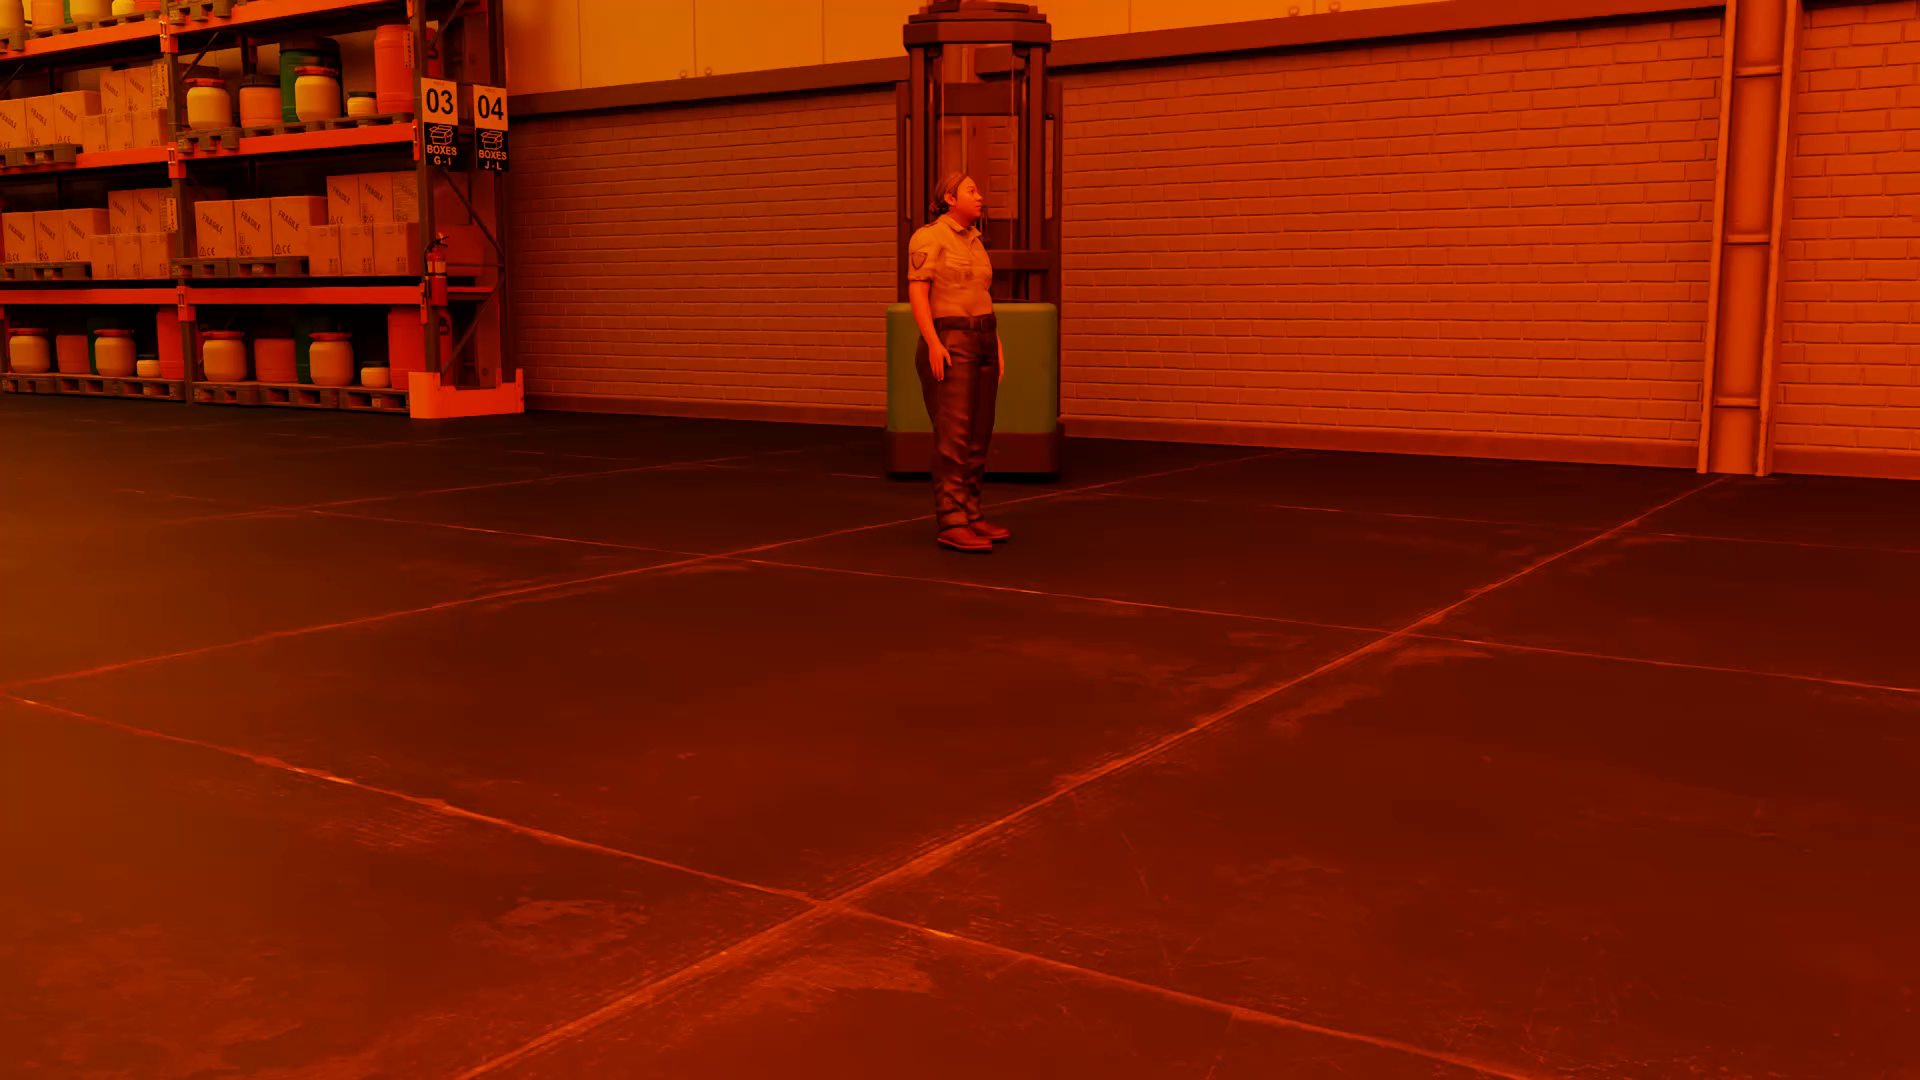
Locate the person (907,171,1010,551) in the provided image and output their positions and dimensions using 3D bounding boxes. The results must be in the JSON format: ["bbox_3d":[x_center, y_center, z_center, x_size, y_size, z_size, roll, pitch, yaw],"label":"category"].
[{"bbox_3d":[0.062,-0.812,7.418,0.502,1.651,0.598,5,10,34],"label":"person"}]

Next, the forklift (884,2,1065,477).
[{"bbox_3d":[0.141,-1.995,11.224,1.130,2.935,3.031,0,8,3],"label":"forklift"}]
